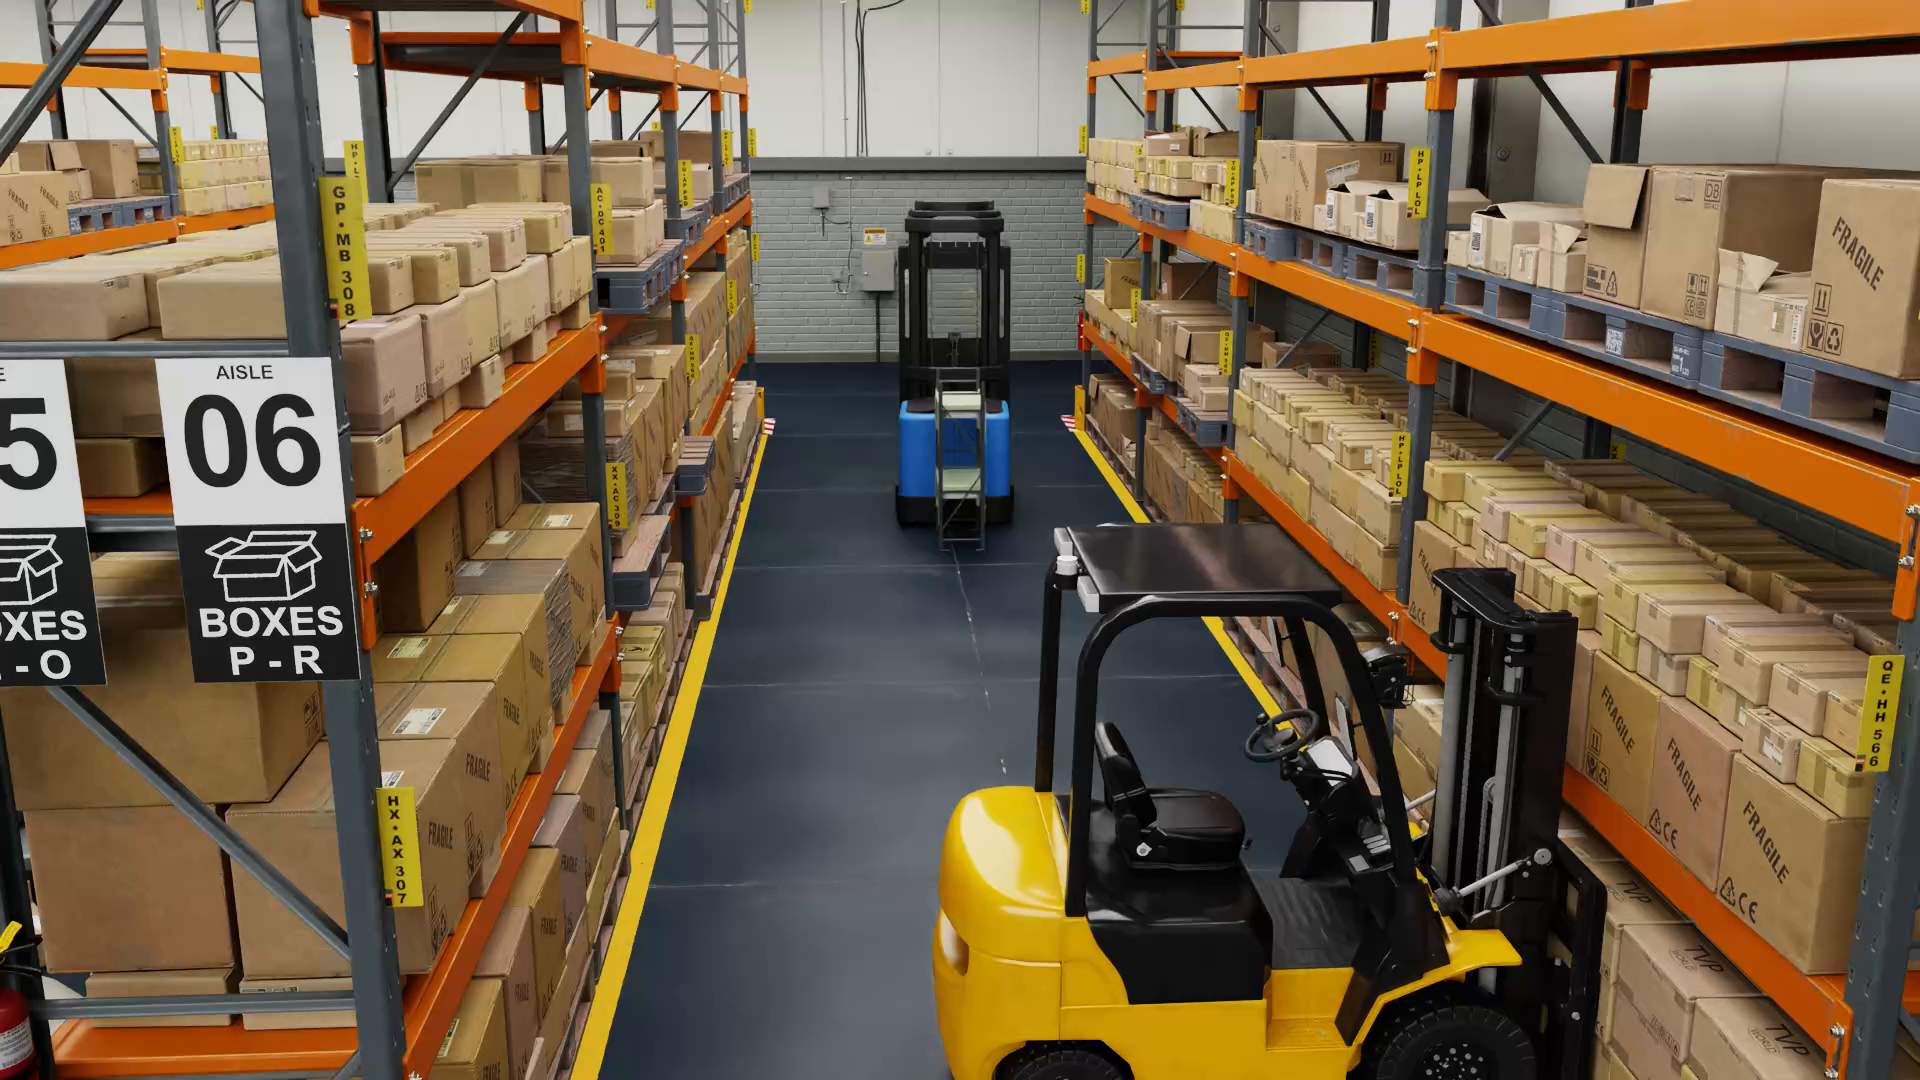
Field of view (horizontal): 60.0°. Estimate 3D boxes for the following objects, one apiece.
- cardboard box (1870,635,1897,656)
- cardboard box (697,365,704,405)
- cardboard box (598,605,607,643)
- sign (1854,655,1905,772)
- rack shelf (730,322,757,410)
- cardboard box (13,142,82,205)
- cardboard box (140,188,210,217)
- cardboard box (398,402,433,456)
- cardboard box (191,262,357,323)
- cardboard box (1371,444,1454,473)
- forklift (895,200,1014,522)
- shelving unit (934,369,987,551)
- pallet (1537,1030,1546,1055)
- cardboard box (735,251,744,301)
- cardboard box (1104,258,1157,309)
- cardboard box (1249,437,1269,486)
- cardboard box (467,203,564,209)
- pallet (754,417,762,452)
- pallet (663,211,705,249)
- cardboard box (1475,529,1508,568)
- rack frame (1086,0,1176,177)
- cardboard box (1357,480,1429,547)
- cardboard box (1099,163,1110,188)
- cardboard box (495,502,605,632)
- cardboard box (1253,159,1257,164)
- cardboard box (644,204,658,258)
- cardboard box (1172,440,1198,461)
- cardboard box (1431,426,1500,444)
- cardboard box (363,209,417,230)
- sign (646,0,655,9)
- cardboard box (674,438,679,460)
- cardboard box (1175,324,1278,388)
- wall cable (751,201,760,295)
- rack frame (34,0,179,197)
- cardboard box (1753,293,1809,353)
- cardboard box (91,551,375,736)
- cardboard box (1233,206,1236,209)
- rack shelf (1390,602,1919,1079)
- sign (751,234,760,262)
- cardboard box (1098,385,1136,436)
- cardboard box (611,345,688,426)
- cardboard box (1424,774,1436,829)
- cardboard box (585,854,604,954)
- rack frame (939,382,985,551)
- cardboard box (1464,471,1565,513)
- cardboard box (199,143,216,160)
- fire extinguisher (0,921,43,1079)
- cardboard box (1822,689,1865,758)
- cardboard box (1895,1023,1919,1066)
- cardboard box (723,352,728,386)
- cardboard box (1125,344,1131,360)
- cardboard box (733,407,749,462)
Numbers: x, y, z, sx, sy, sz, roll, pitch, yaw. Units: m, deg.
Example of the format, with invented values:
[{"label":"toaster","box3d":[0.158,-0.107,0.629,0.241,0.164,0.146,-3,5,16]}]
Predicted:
[{"label":"cardboard box","box3d":[3.164,0.408,5.321,0.380,0.149,0.250,-1,14,-2]},{"label":"cardboard box","box3d":[-2.281,-1.207,12.997,0.500,0.250,0.500,-1,14,-2]},{"label":"cardboard box","box3d":[-1.893,0.412,7.909,0.380,0.149,0.250,-1,14,-4]},{"label":"sign","box3d":[2.442,0.462,4.412,0.100,0.325,0.005,-1,14,-3]},{"label":"rack shelf","box3d":[-2.836,-1.923,17.926,1.077,0.370,4.000,-1,14,-3]},{"label":"cardboard box","box3d":[-7.682,-2.993,13.568,0.797,0.503,0.637,-1,14,-4]},{"label":"cardboard box","box3d":[-7.412,-3.172,15.616,0.500,0.250,0.500,0,14,-1]},{"label":"cardboard box","box3d":[-1.753,-0.339,4.808,0.380,0.149,0.250,0,14,-2]},{"label":"cardboard box","box3d":[-1.819,-0.661,4.460,0.380,0.149,0.250,-1,14,-4]},{"label":"cardboard box","box3d":[2.498,-0.432,9.183,0.380,0.149,0.250,-1,14,-3]},{"label":"forklift","box3d":[-0.054,-1.894,16.506,1.130,2.935,3.031,0,14,0]},{"label":"shelving unit","box3d":[-0.001,-0.722,14.823,0.431,1.500,0.755,-1,14,-3]},{"label":"pallet","box3d":[2.823,1.991,6.866,1.003,0.211,1.213,-1,14,-3]},{"label":"cardboard box","box3d":[-2.575,-2.808,17.713,0.500,0.500,0.500,-1,14,-4]},{"label":"cardboard box","box3d":[1.846,-2.791,18.054,0.500,0.500,0.500,-1,14,-2]},{"label":"cardboard box","box3d":[2.299,-0.545,11.426,0.500,0.250,0.500,-1,14,-5]},{"label":"cardboard box","box3d":[-1.979,-1.426,7.435,0.380,0.149,0.250,-1,14,-2]},{"label":"pallet","box3d":[-2.833,-1.221,19.348,1.003,0.211,1.213,-1,14,-3]},{"label":"pallet","box3d":[-2.558,-2.300,12.305,1.213,0.211,1.003,0,14,-1]},{"label":"cardboard box","box3d":[2.497,0.050,7.311,0.380,0.149,0.250,-1,14,-2]},{"label":"rack frame","box3d":[1.994,-5.752,19.323,1.000,3.000,0.127,-1,14,-3]},{"label":"cardboard box","box3d":[2.451,-0.150,8.887,0.500,0.250,0.500,-1,14,-5]},{"label":"cardboard box","box3d":[1.820,-4.003,18.248,0.500,0.250,0.500,-1,14,-5]},{"label":"cardboard box","box3d":[-1.941,0.129,7.706,0.500,0.500,0.500,-1,14,-5]},{"label":"cardboard box","box3d":[2.498,-3.123,13.989,0.380,0.149,0.250,-1,14,-2]},{"label":"cardboard box","box3d":[-1.885,-1.646,8.842,0.500,0.250,0.500,-1,14,-4]},{"label":"cardboard box","box3d":[2.128,-0.803,15.001,0.380,0.149,0.250,-1,14,-4]},{"label":"cardboard box","box3d":[2.924,-0.571,9.722,0.380,0.149,0.250,-1,14,-3]},{"label":"cardboard box","box3d":[-2.471,-1.289,6.899,0.380,0.149,0.250,-1,14,-5]},{"label":"sign","box3d":[-3.515,-6.197,18.858,0.100,0.325,0.005,-1,14,-3]},{"label":"cardboard box","box3d":[-2.053,-0.593,10.973,0.380,0.149,0.250,-2,15,-6]},{"label":"cardboard box","box3d":[2.203,-1.514,13.839,0.797,0.503,0.637,-1,14,-5]},{"label":"wall cable","box3d":[-3.333,-4.678,25.088,0.585,1.953,0.123,-1,14,-3]},{"label":"rack frame","box3d":[-7.647,-4.578,14.761,1.000,3.000,0.127,-1,14,-3]},{"label":"cardboard box","box3d":[2.630,-0.652,4.980,0.380,0.149,0.250,-1,14,-5]},{"label":"cardboard box","box3d":[-2.242,0.284,5.100,0.700,0.500,0.500,-1,14,-3]},{"label":"cardboard box","box3d":[2.227,-2.515,12.261,0.380,0.149,0.250,-1,14,-2]},{"label":"rack shelf","box3d":[2.861,0.984,6.628,1.077,0.370,4.000,-1,14,-3]},{"label":"sign","box3d":[-2.418,-3.450,19.614,0.100,0.325,0.005,-1,14,-3]},{"label":"cardboard box","box3d":[1.951,-1.473,18.904,0.700,0.500,0.500,0,14,-1]},{"label":"cardboard box","box3d":[-2.159,-1.067,11.512,0.500,0.500,0.500,-1,14,-5]},{"label":"cardboard box","box3d":[2.492,1.274,7.727,0.500,0.250,0.500,-1,14,-4]},{"label":"cardboard box","box3d":[-1.869,1.619,7.391,0.500,0.250,0.500,-1,14,-5]},{"label":"rack frame","box3d":[0.016,-0.631,14.469,0.400,1.500,0.023,-1,14,-3]},{"label":"cardboard box","box3d":[2.585,-0.222,7.769,0.380,0.149,0.250,-1,14,-3]},{"label":"cardboard box","box3d":[-7.449,-3.759,16.095,0.380,0.149,0.250,-1,14,-5]},{"label":"fire extinguisher","box3d":[-2.422,1.283,4.175,0.296,0.674,0.183,-1,14,-3]},{"label":"cardboard box","box3d":[2.752,0.540,4.808,0.380,0.149,0.250,-1,14,-3]},{"label":"cardboard box","box3d":[3.144,1.654,5.247,0.500,0.250,0.500,-1,14,-4]},{"label":"cardboard box","box3d":[-2.433,-1.594,15.503,0.500,0.250,0.500,-1,14,-5]},{"label":"cardboard box","box3d":[1.892,-1.934,17.029,0.380,0.149,0.250,-1,14,-2]},{"label":"cardboard box","box3d":[-2.700,-1.117,17.648,0.875,0.438,0.875,-1,14,-5]}]
